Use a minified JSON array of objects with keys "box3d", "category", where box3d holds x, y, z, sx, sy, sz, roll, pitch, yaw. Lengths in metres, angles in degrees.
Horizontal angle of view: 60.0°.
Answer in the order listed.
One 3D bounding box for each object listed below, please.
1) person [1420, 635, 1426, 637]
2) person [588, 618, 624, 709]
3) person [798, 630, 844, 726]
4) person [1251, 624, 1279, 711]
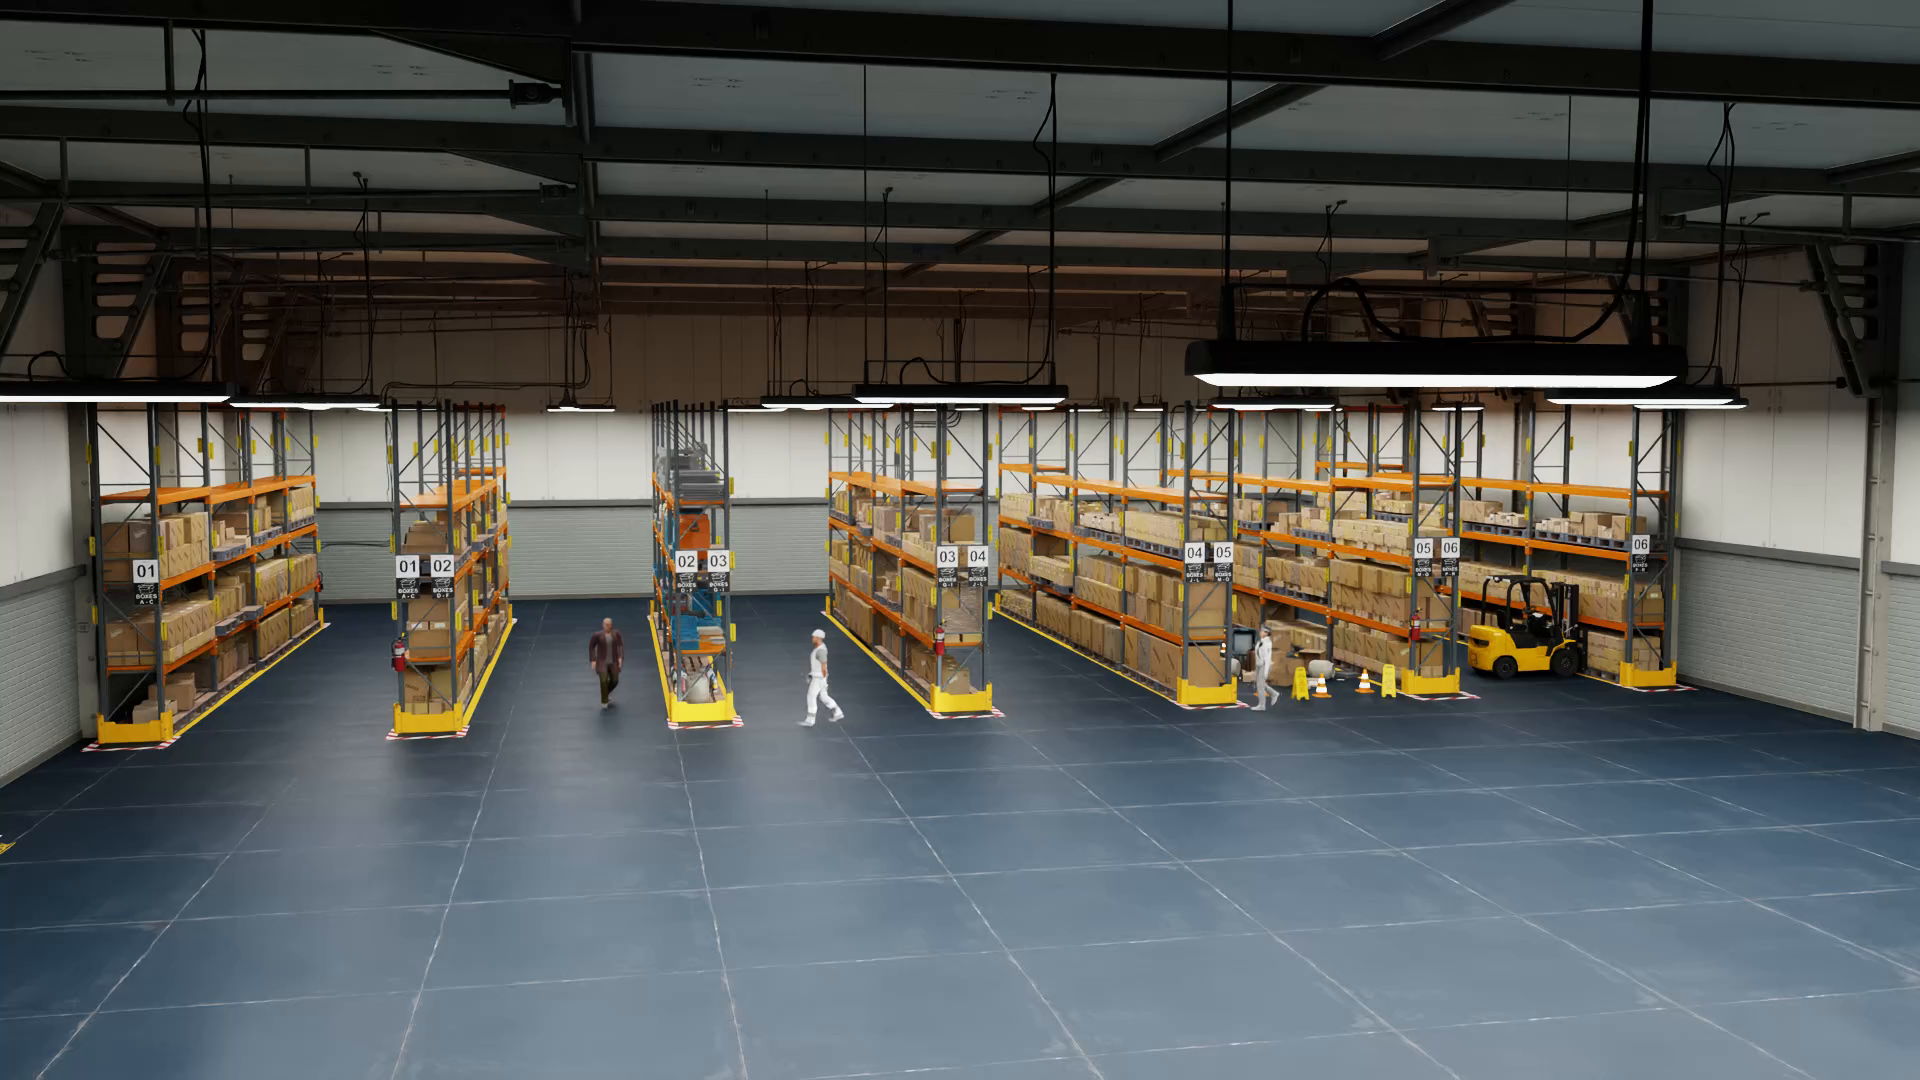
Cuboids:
[{"box3d":[10.522,2.022,38.119,0.500,1.673,0.521,-1,4,-13],"category":"person"},{"box3d":[-6.964,2.392,32.672,0.667,1.760,0.755,-2,5,-27],"category":"person"},{"box3d":[-2.572,2.532,30.666,0.853,1.771,0.522,0,4,-6],"category":"person"},{"box3d":[5.920,2.448,32.122,0.628,1.667,0.492,-1,4,-13],"category":"person"}]
